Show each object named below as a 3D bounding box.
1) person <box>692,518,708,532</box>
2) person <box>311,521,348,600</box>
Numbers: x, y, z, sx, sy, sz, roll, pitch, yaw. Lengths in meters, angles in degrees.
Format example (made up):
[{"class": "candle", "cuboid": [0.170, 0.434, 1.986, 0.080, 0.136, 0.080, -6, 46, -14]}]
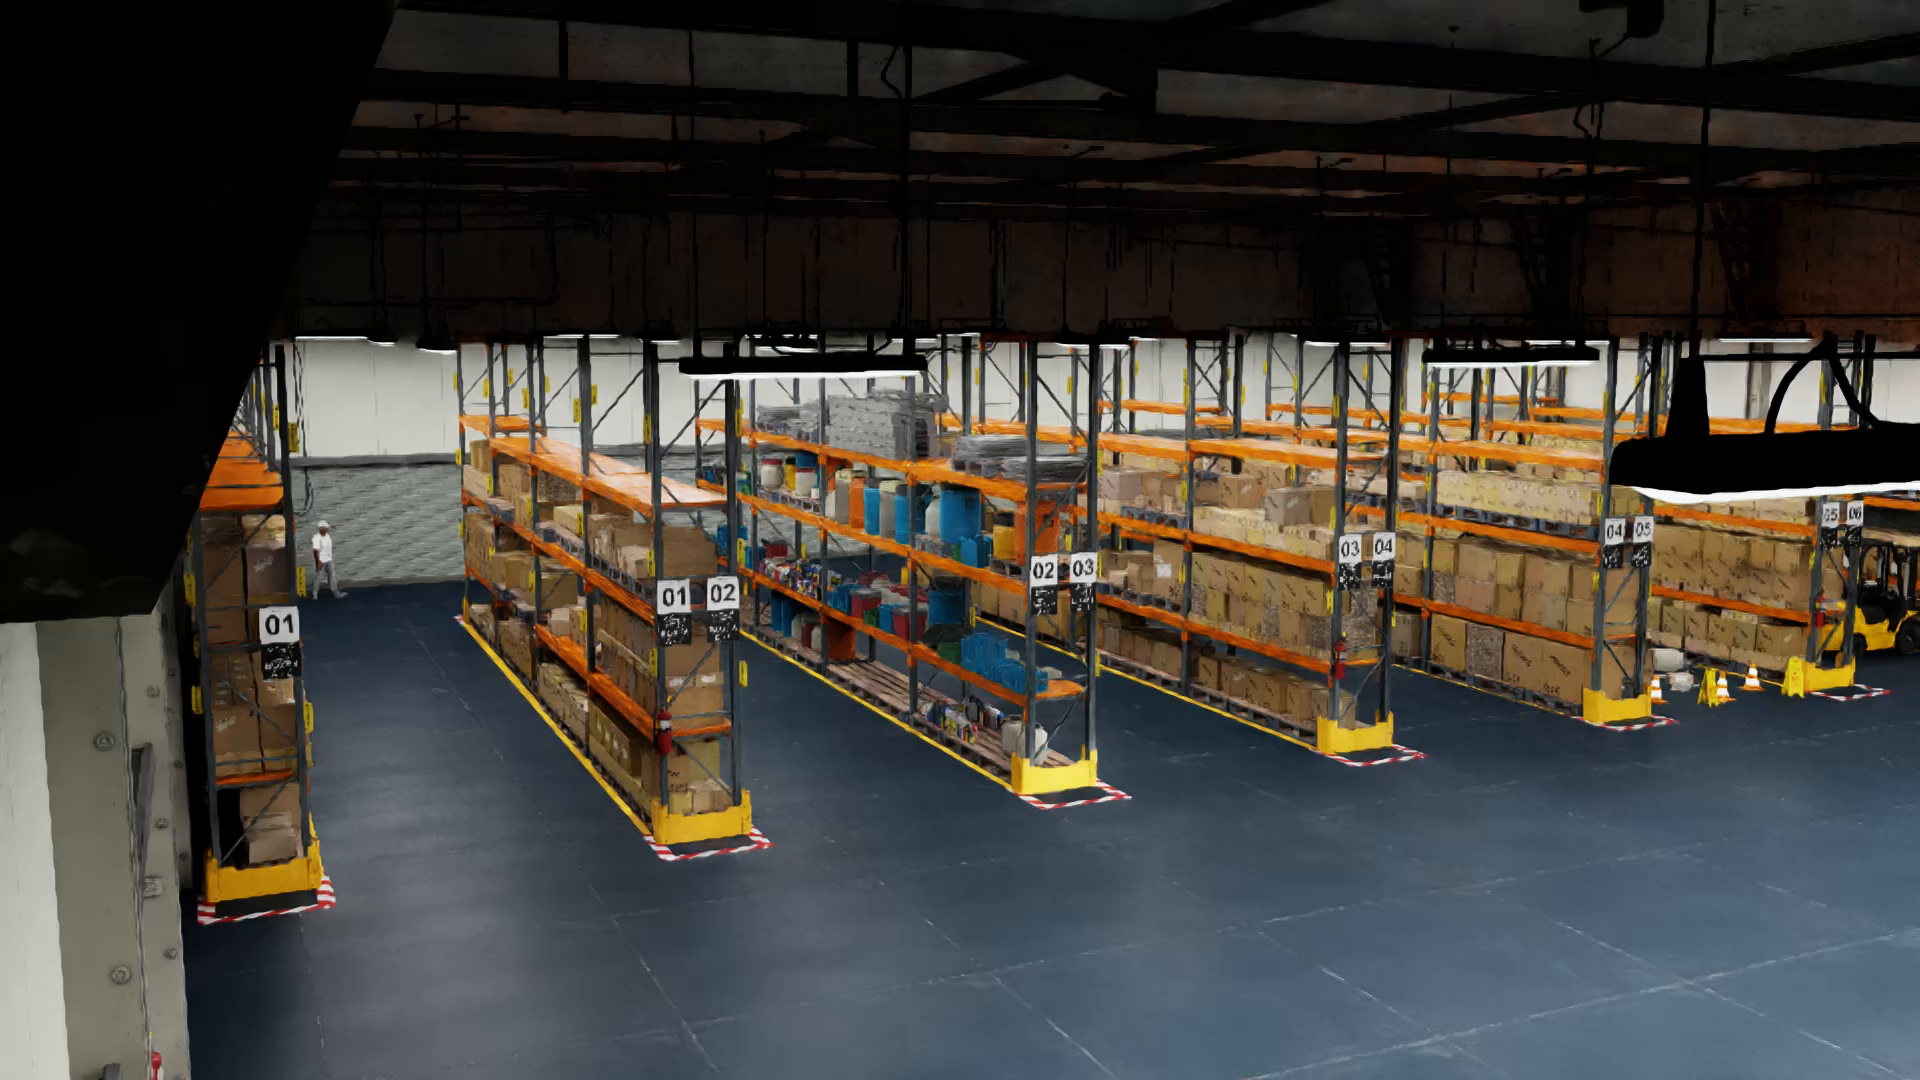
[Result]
[{"class": "person", "cuboid": [-6.012, 0.282, 38.817, 0.524, 1.666, 0.525, 2, 8, 13]}, {"class": "person", "cuboid": [-14.205, 0.435, 37.221, 0.569, 1.754, 0.740, 2, 8, 14]}]
